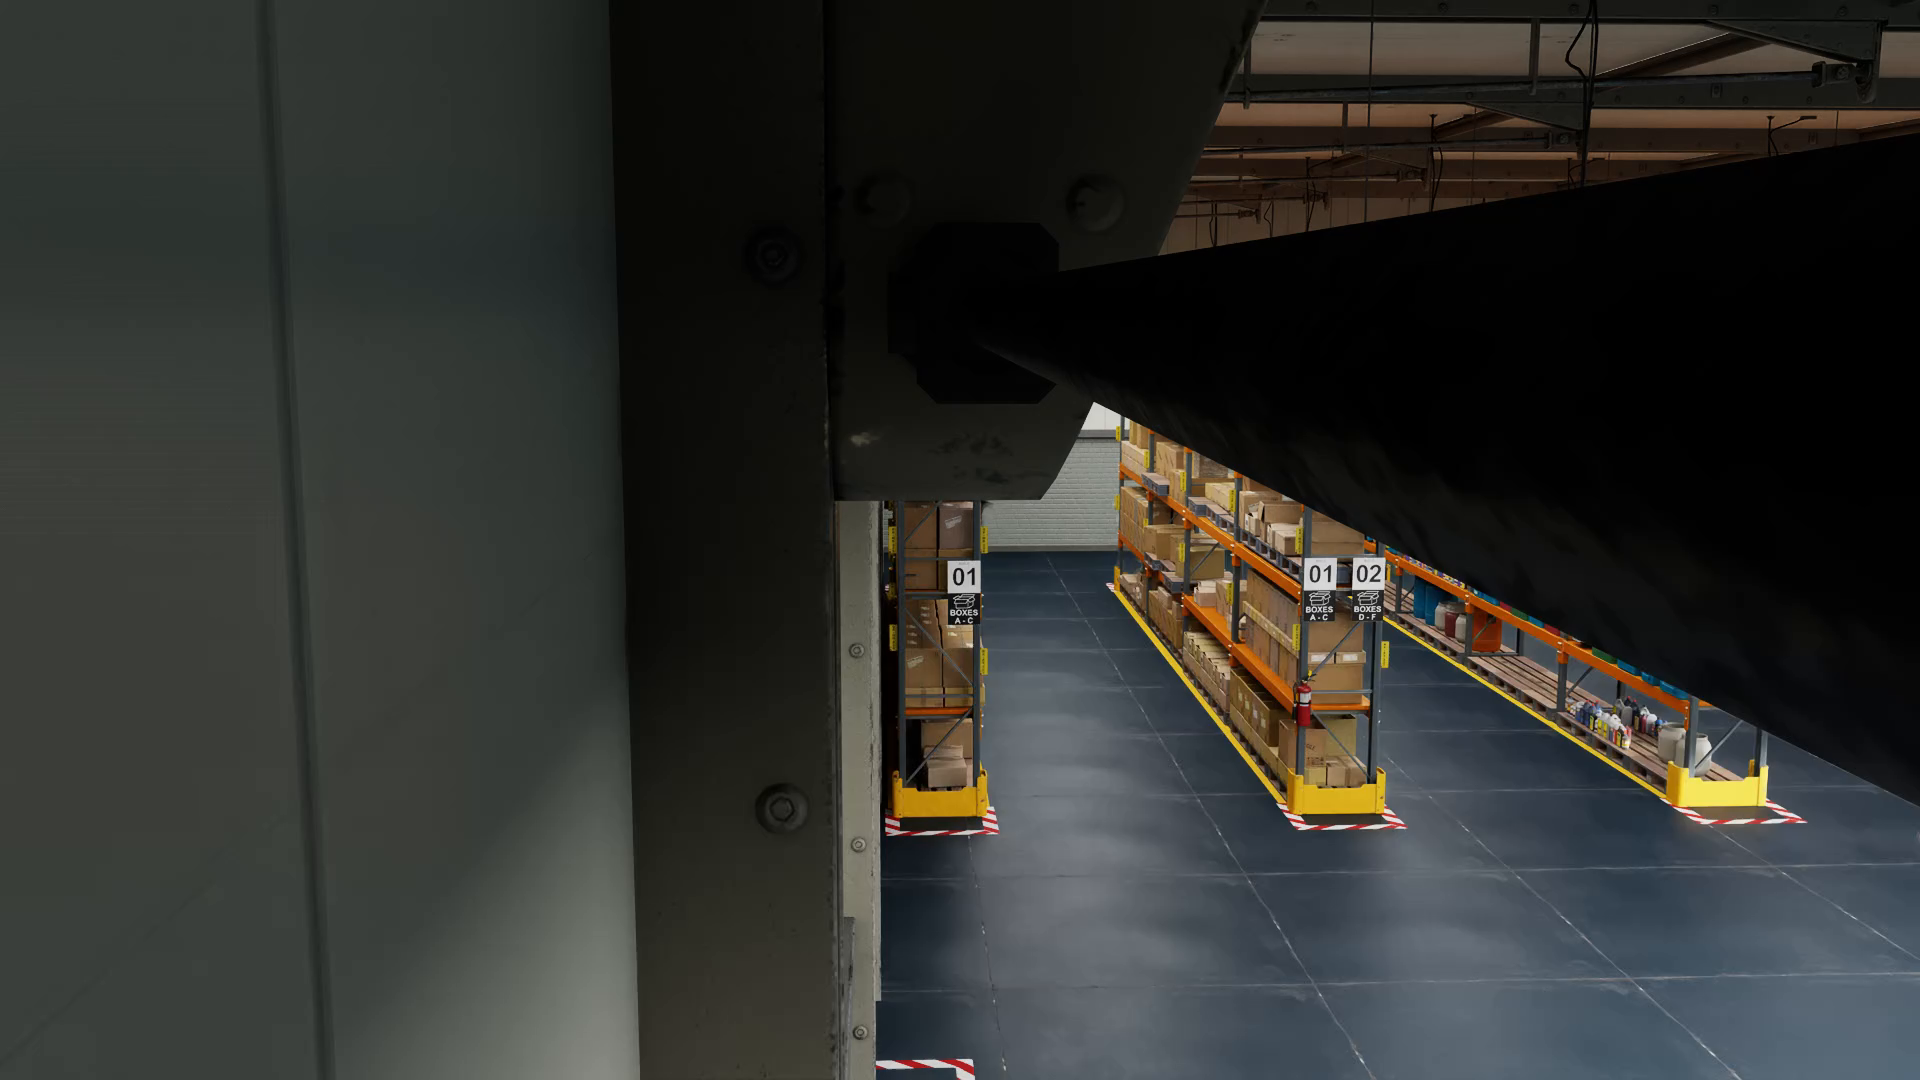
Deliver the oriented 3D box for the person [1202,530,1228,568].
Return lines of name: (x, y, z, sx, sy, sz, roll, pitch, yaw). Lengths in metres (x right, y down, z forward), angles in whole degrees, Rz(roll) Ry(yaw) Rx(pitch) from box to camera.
person: (5.625, 0.173, 36.983, 0.757, 1.694, 0.584, -8, 11, -43)
